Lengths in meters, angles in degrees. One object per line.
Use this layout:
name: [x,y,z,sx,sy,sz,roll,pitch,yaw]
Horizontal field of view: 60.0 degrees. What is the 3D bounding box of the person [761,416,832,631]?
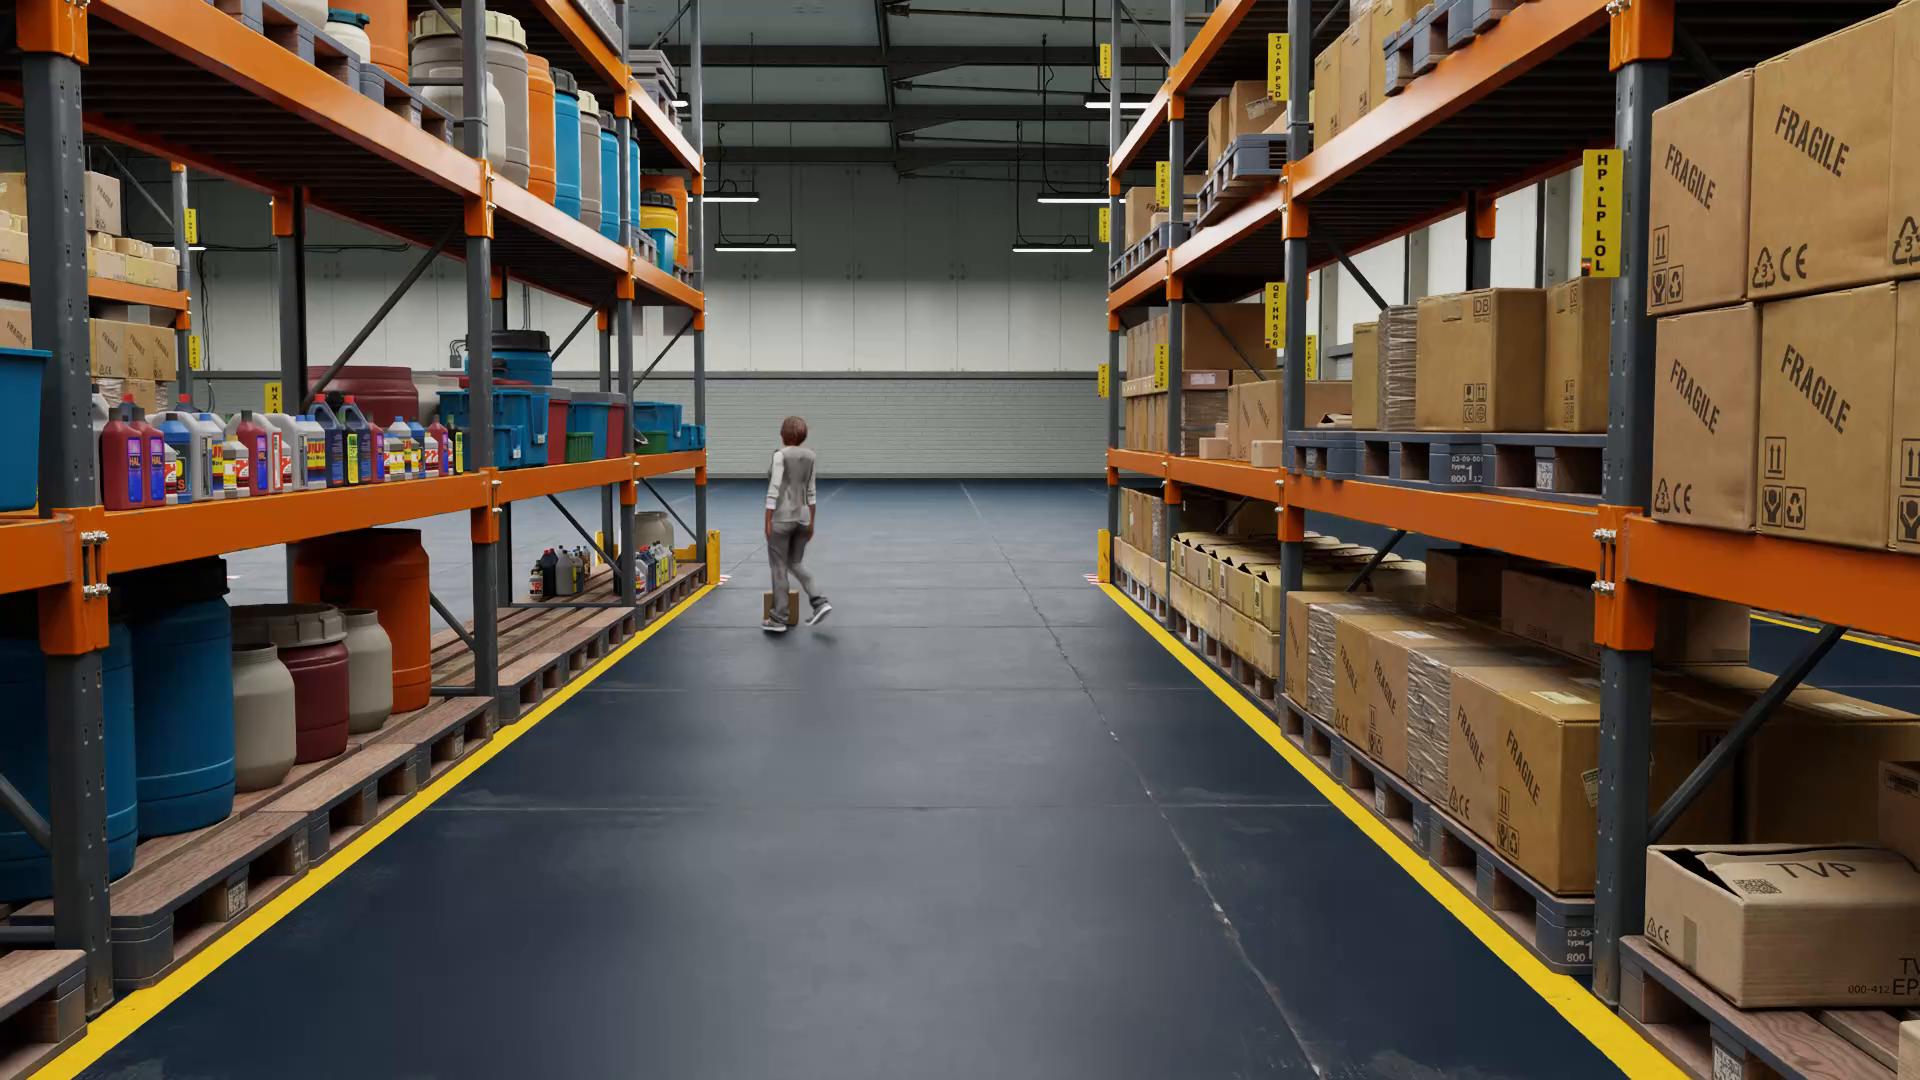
person: [-1.253,-0.121,12.291,0.519,1.593,0.430,4,5,43]
